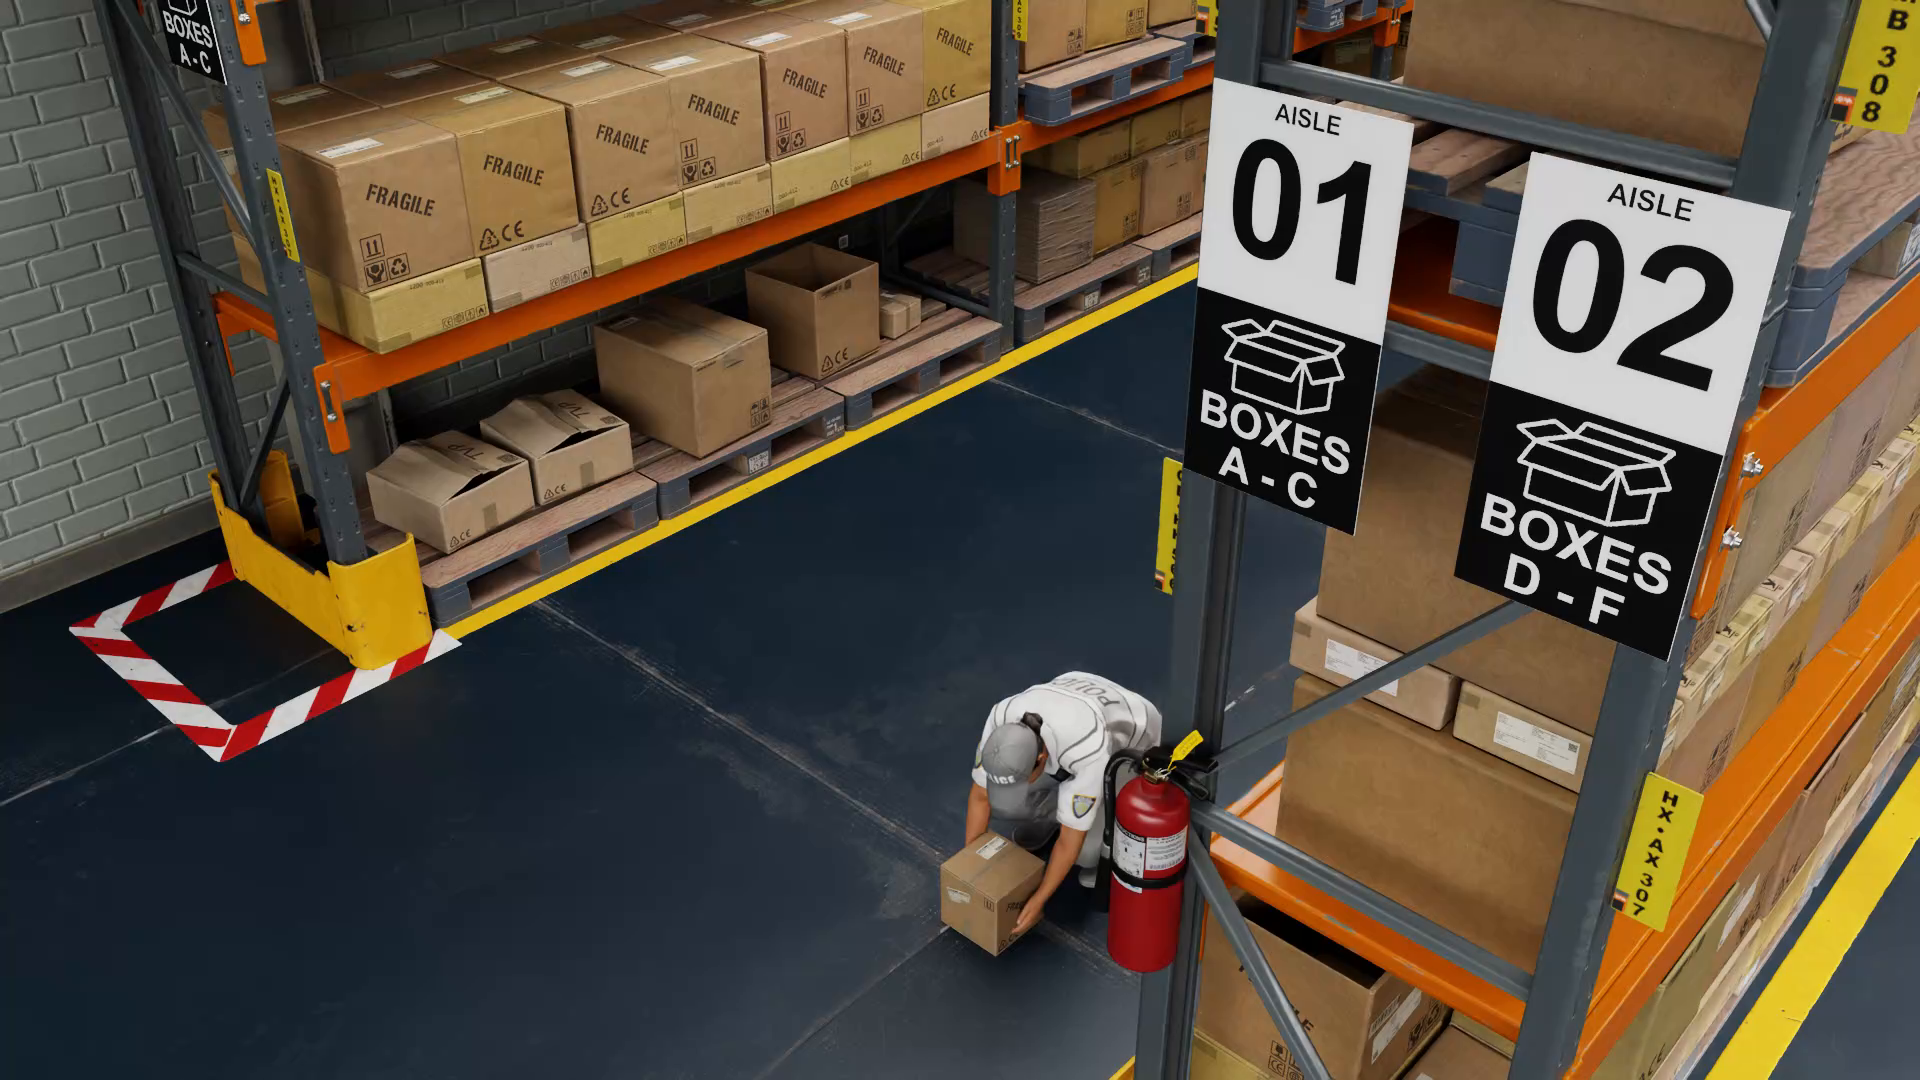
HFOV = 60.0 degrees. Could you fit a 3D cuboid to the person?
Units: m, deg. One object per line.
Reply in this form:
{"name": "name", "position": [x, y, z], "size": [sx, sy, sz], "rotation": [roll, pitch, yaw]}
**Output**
{"name": "person", "position": [0.336, 0.797, 5.634], "size": [0.525, 0.838, 0.866], "rotation": [24, 39, 34]}
